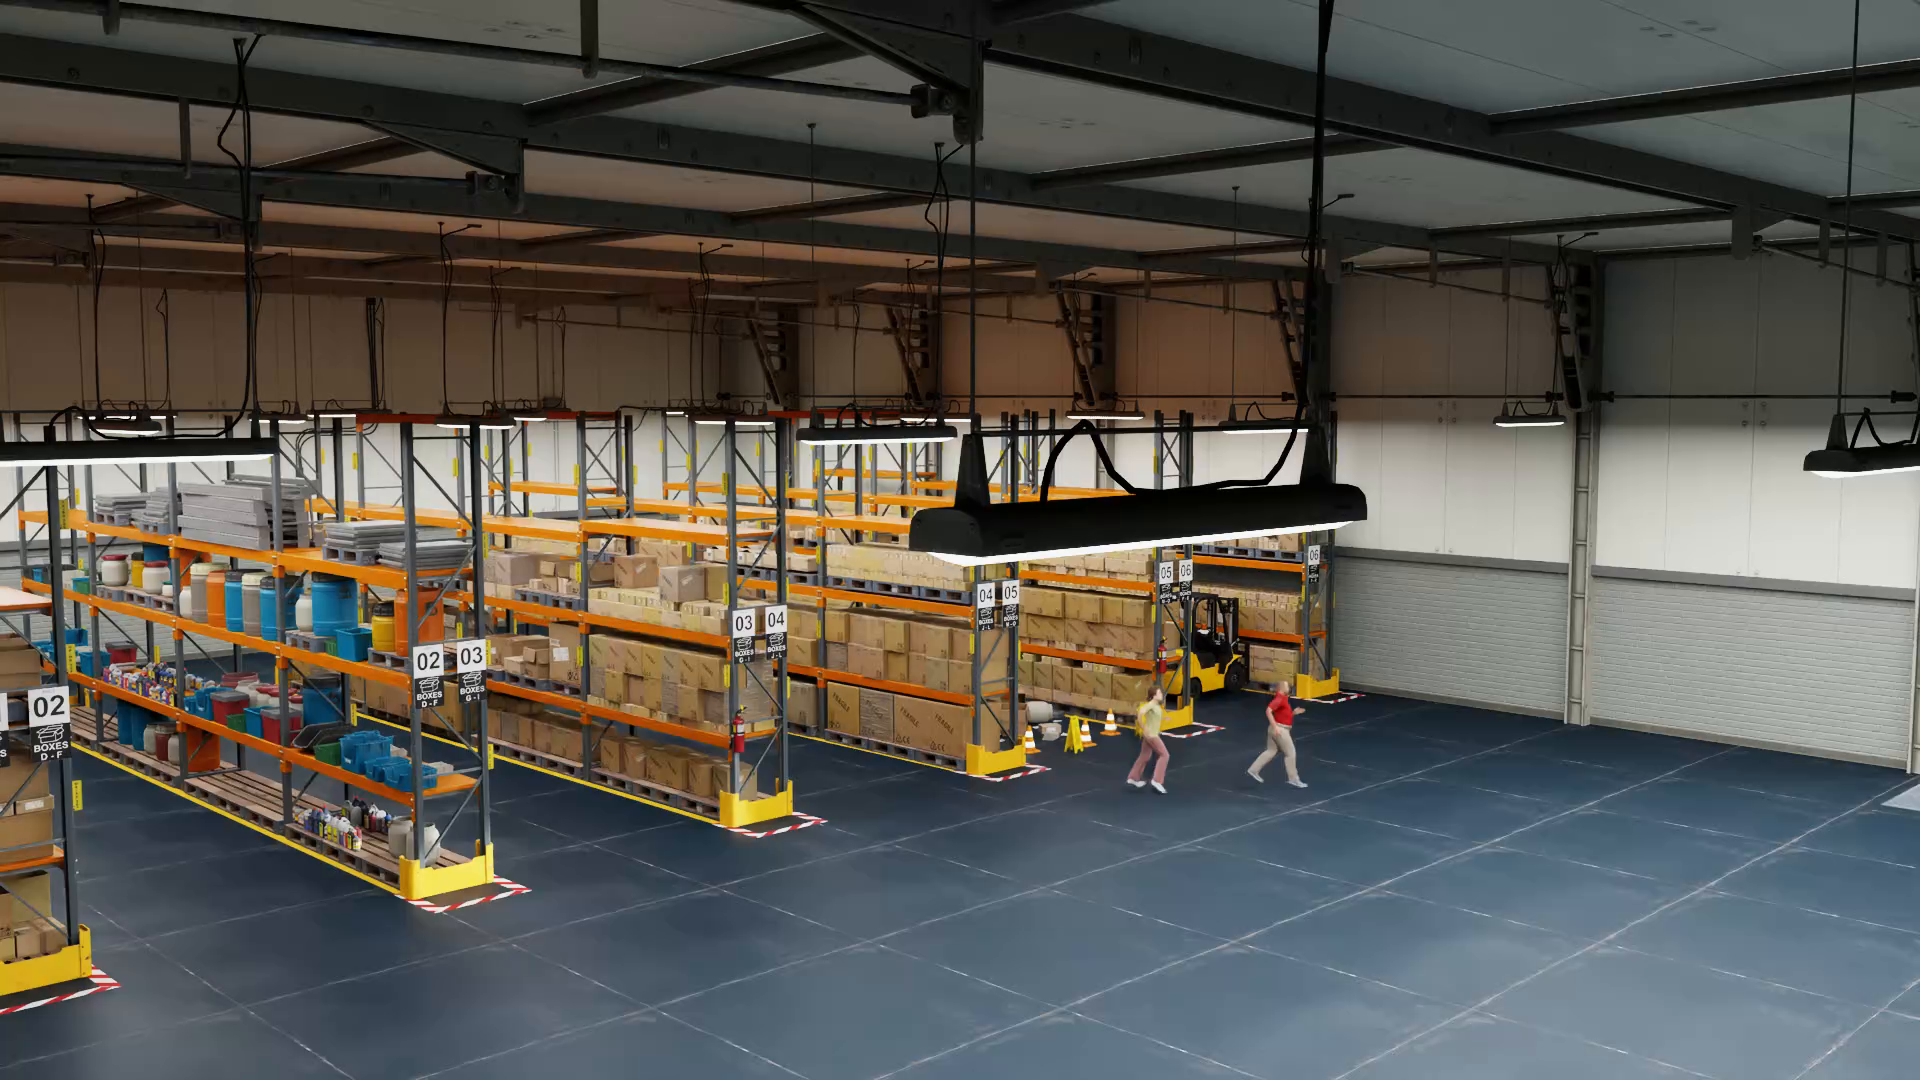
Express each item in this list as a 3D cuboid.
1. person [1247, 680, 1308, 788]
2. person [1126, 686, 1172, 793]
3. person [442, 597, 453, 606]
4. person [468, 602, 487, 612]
[{"bbox_3d":[5.130,3.119,26.820,0.969,1.742,0.652,0,5,1],"label":"person"},{"bbox_3d":[3.042,3.270,26.694,0.735,1.538,0.567,1,5,7],"label":"person"},{"bbox_3d":[-12.134,2.150,38.570,0.988,1.736,0.598,0,5,-5],"label":"person"},{"bbox_3d":[-11.574,2.022,39.772,0.694,1.792,0.752,4,6,39],"label":"person"}]
